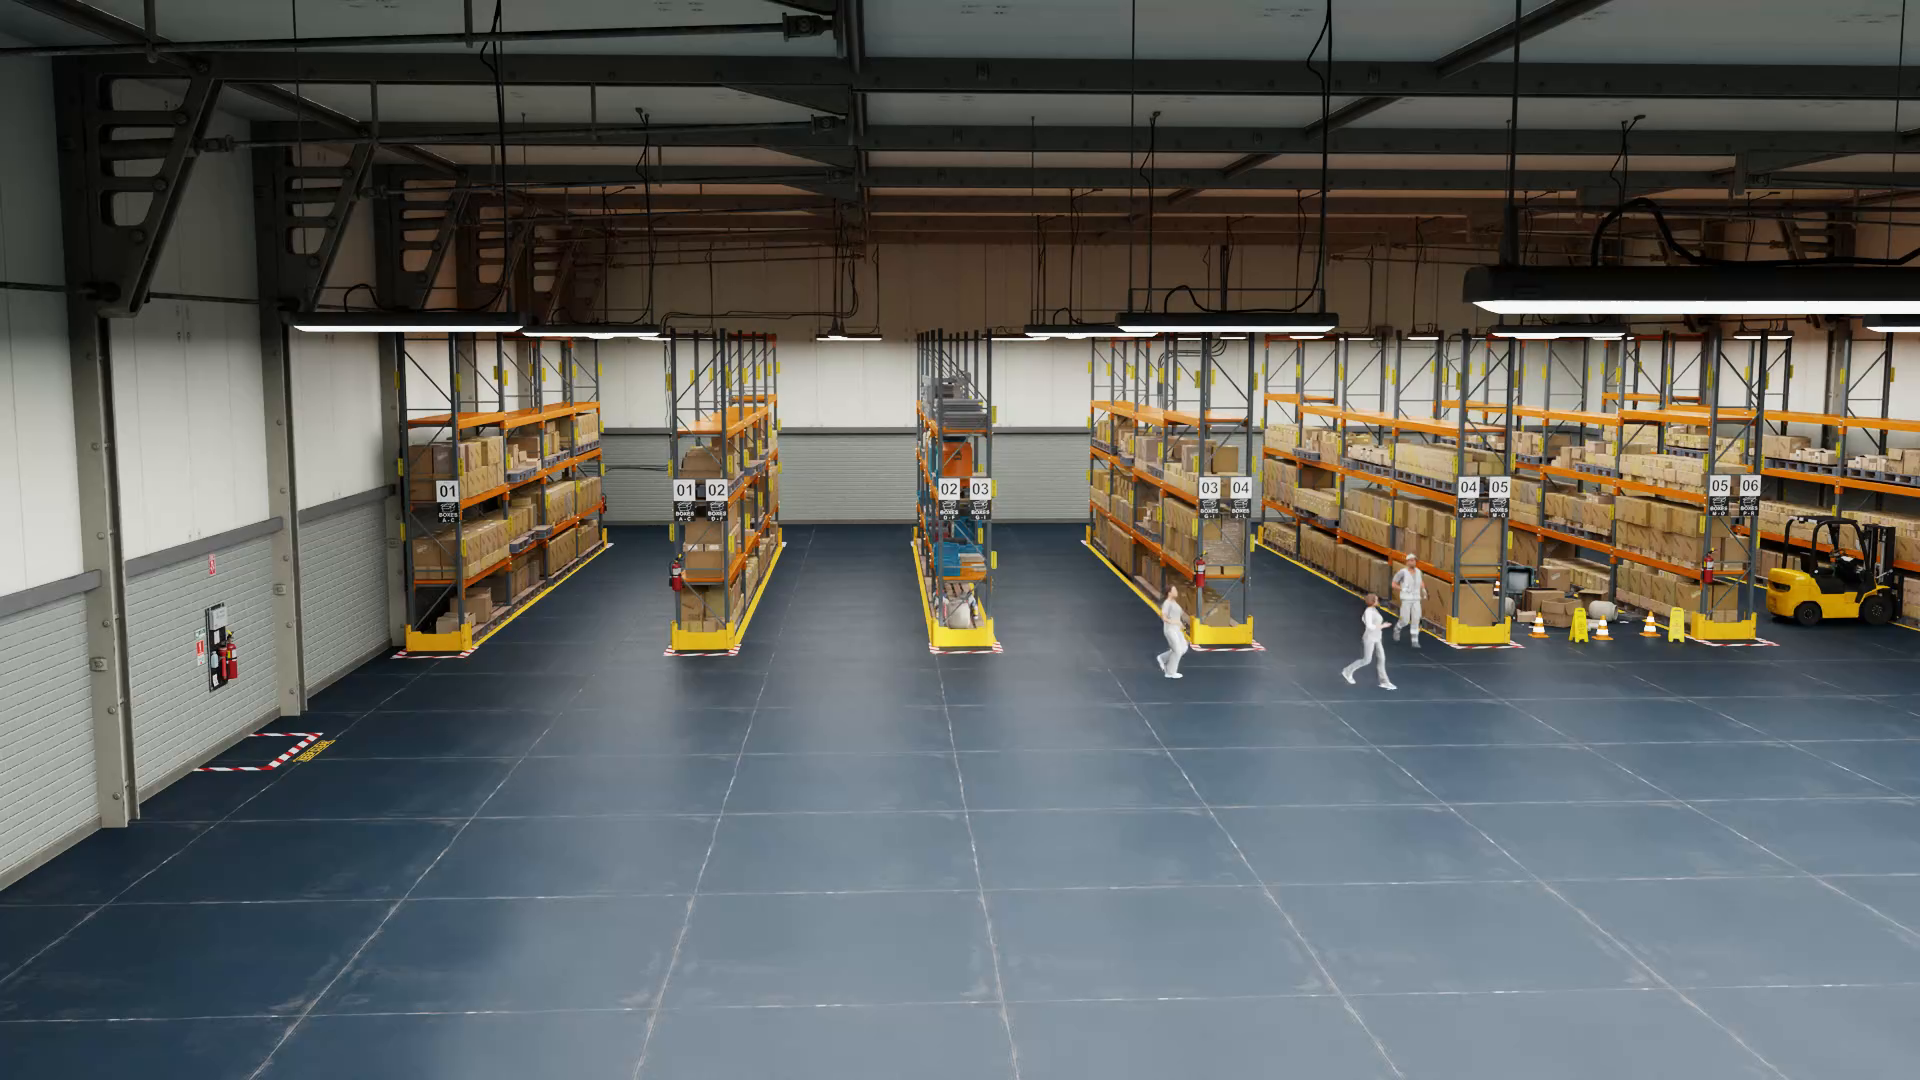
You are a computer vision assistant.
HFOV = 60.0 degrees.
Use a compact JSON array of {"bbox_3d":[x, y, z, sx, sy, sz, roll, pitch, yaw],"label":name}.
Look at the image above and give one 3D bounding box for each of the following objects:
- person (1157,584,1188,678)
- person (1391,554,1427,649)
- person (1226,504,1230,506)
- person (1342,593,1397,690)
[{"bbox_3d":[3.637,1.562,28.541,0.584,1.612,0.561,4,8,28],"label":"person"},{"bbox_3d":[8.543,1.143,31.449,0.714,1.747,0.990,-2,7,-14],"label":"person"},{"bbox_3d":[7.513,-0.747,48.183,0.665,1.629,0.726,6,9,40],"label":"person"},{"bbox_3d":[6.810,1.669,27.571,0.894,1.583,0.539,4,8,30],"label":"person"}]
